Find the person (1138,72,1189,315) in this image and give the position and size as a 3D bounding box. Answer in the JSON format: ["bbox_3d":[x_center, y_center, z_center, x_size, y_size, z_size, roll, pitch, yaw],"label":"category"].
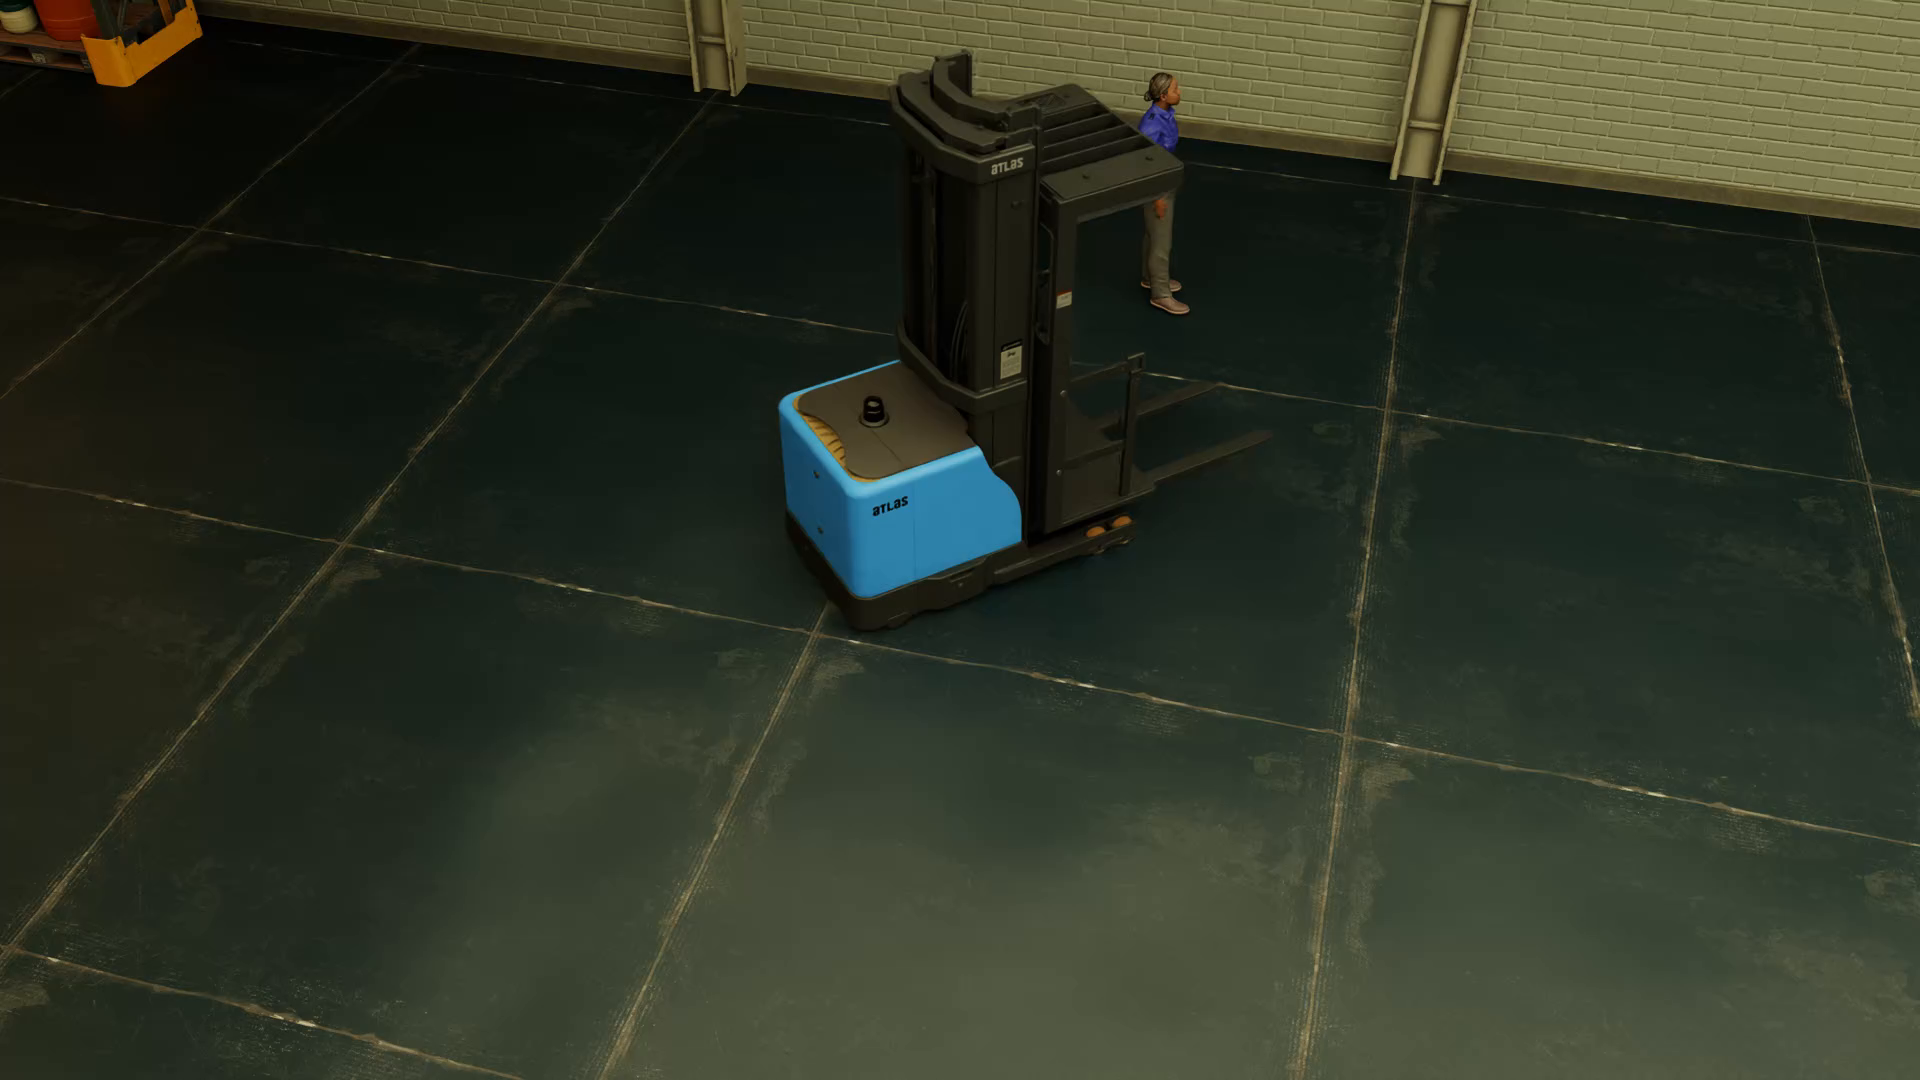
[{"bbox_3d":[1.467,-2.441,11.604,0.505,1.654,0.568,11,42,13],"label":"person"}]

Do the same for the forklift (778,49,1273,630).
[{"bbox_3d":[0.497,-1.301,9.346,3.031,2.935,1.130,-20,45,-22],"label":"forklift"}]
